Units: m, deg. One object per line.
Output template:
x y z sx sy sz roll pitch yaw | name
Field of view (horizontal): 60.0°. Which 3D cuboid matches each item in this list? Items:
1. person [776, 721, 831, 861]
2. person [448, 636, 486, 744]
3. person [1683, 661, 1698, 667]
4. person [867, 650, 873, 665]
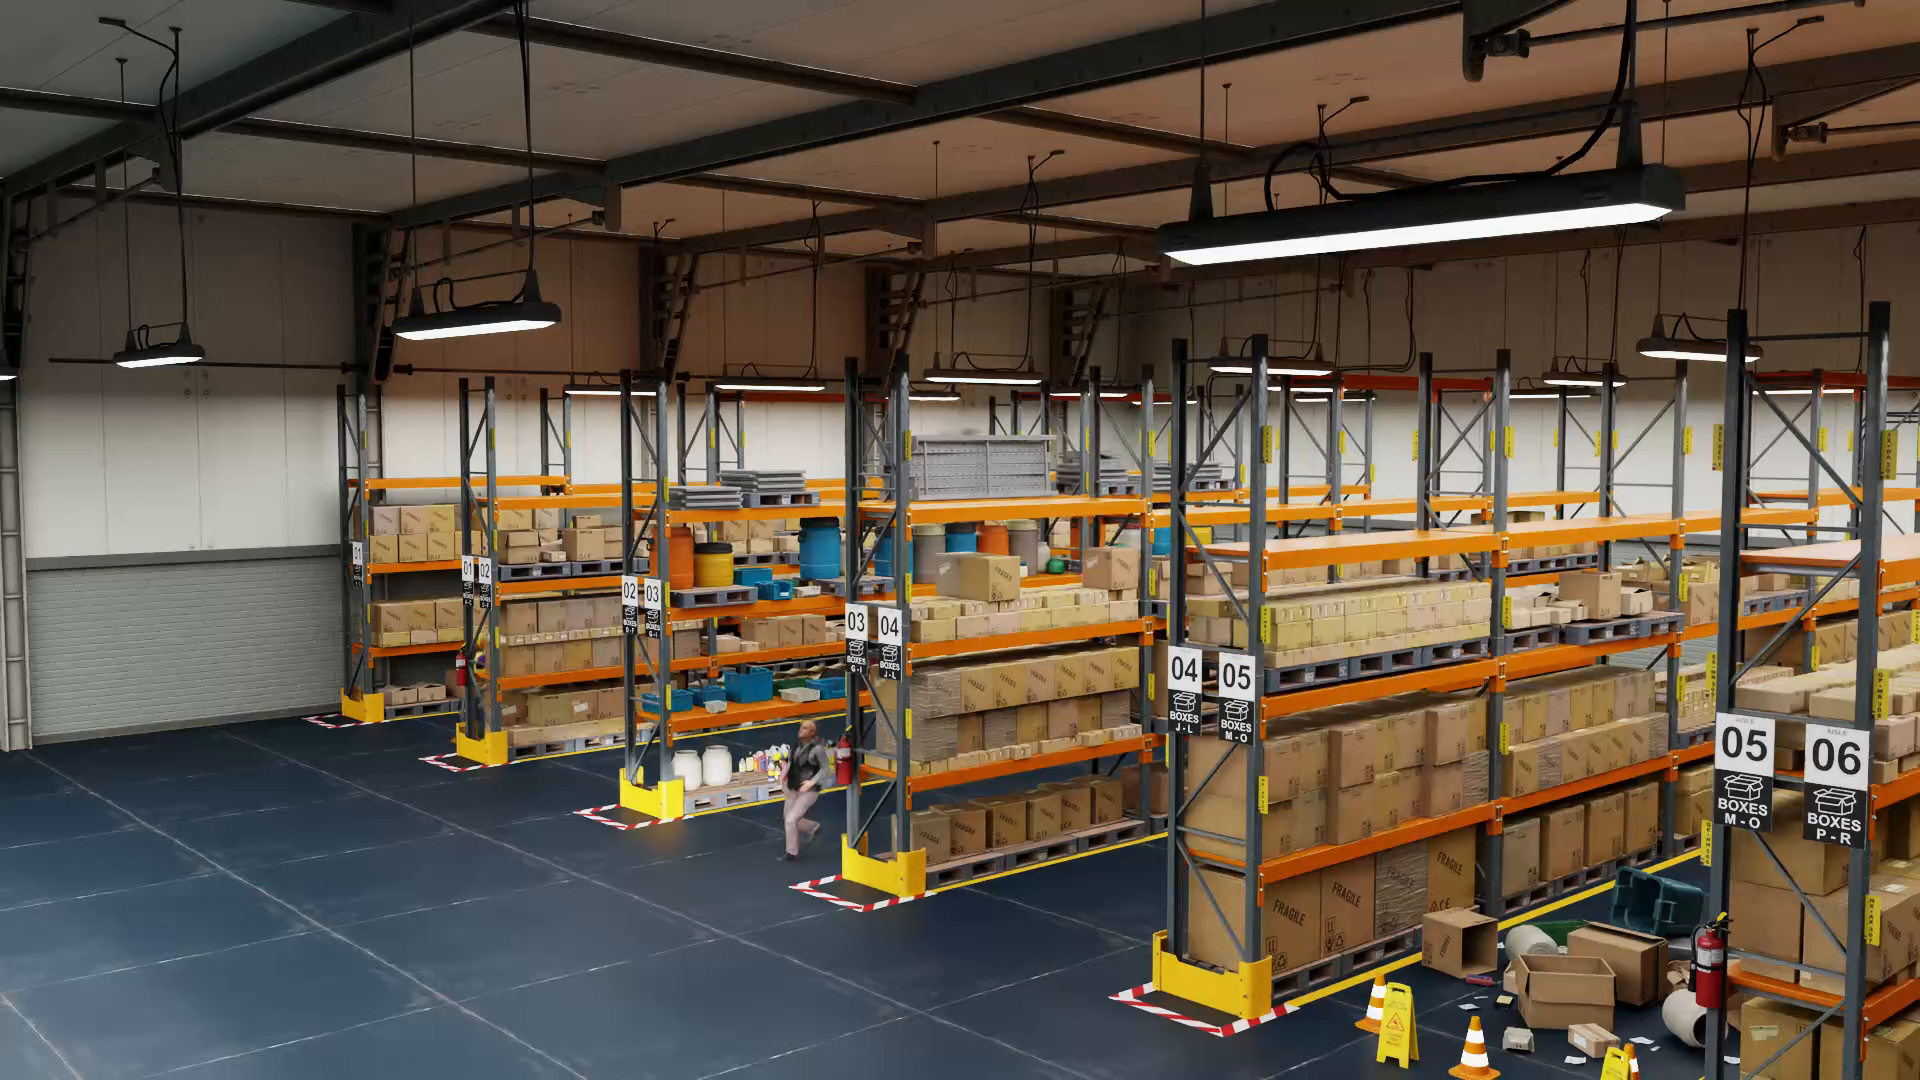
-1.888 3.025 20.119 0.701 1.663 0.730 3 5 43 | person
-8.130 2.482 27.874 1.098 1.757 0.671 -4 5 -44 | person
11.427 2.685 25.652 1.012 1.705 0.700 -3 5 -38 | person
-1.872 2.080 33.443 0.649 1.838 0.738 4 5 44 | person
